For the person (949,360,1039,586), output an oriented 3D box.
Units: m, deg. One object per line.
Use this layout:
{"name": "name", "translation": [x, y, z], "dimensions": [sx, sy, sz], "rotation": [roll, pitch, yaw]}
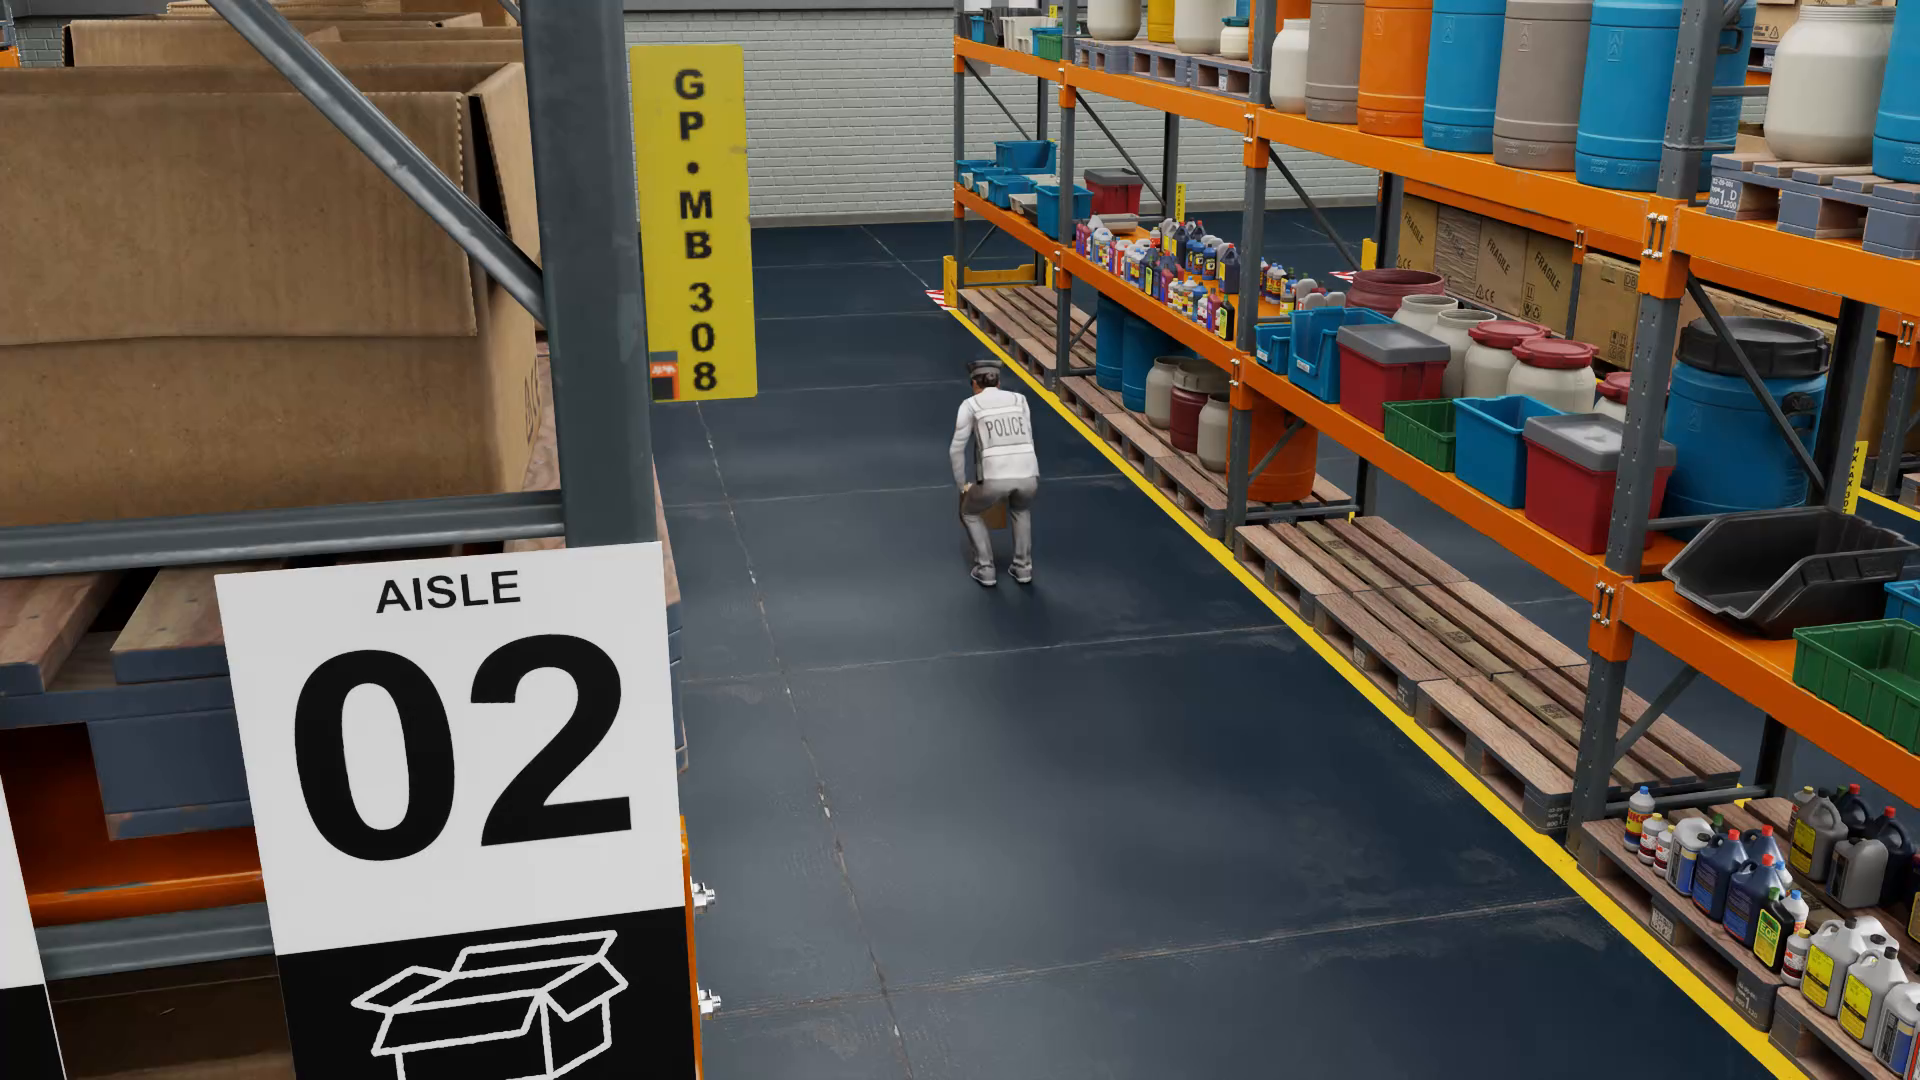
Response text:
{"name": "person", "translation": [0.209, -0.410, 10.190], "dimensions": [0.535, 1.349, 0.723], "rotation": [-4, 20, -12]}
